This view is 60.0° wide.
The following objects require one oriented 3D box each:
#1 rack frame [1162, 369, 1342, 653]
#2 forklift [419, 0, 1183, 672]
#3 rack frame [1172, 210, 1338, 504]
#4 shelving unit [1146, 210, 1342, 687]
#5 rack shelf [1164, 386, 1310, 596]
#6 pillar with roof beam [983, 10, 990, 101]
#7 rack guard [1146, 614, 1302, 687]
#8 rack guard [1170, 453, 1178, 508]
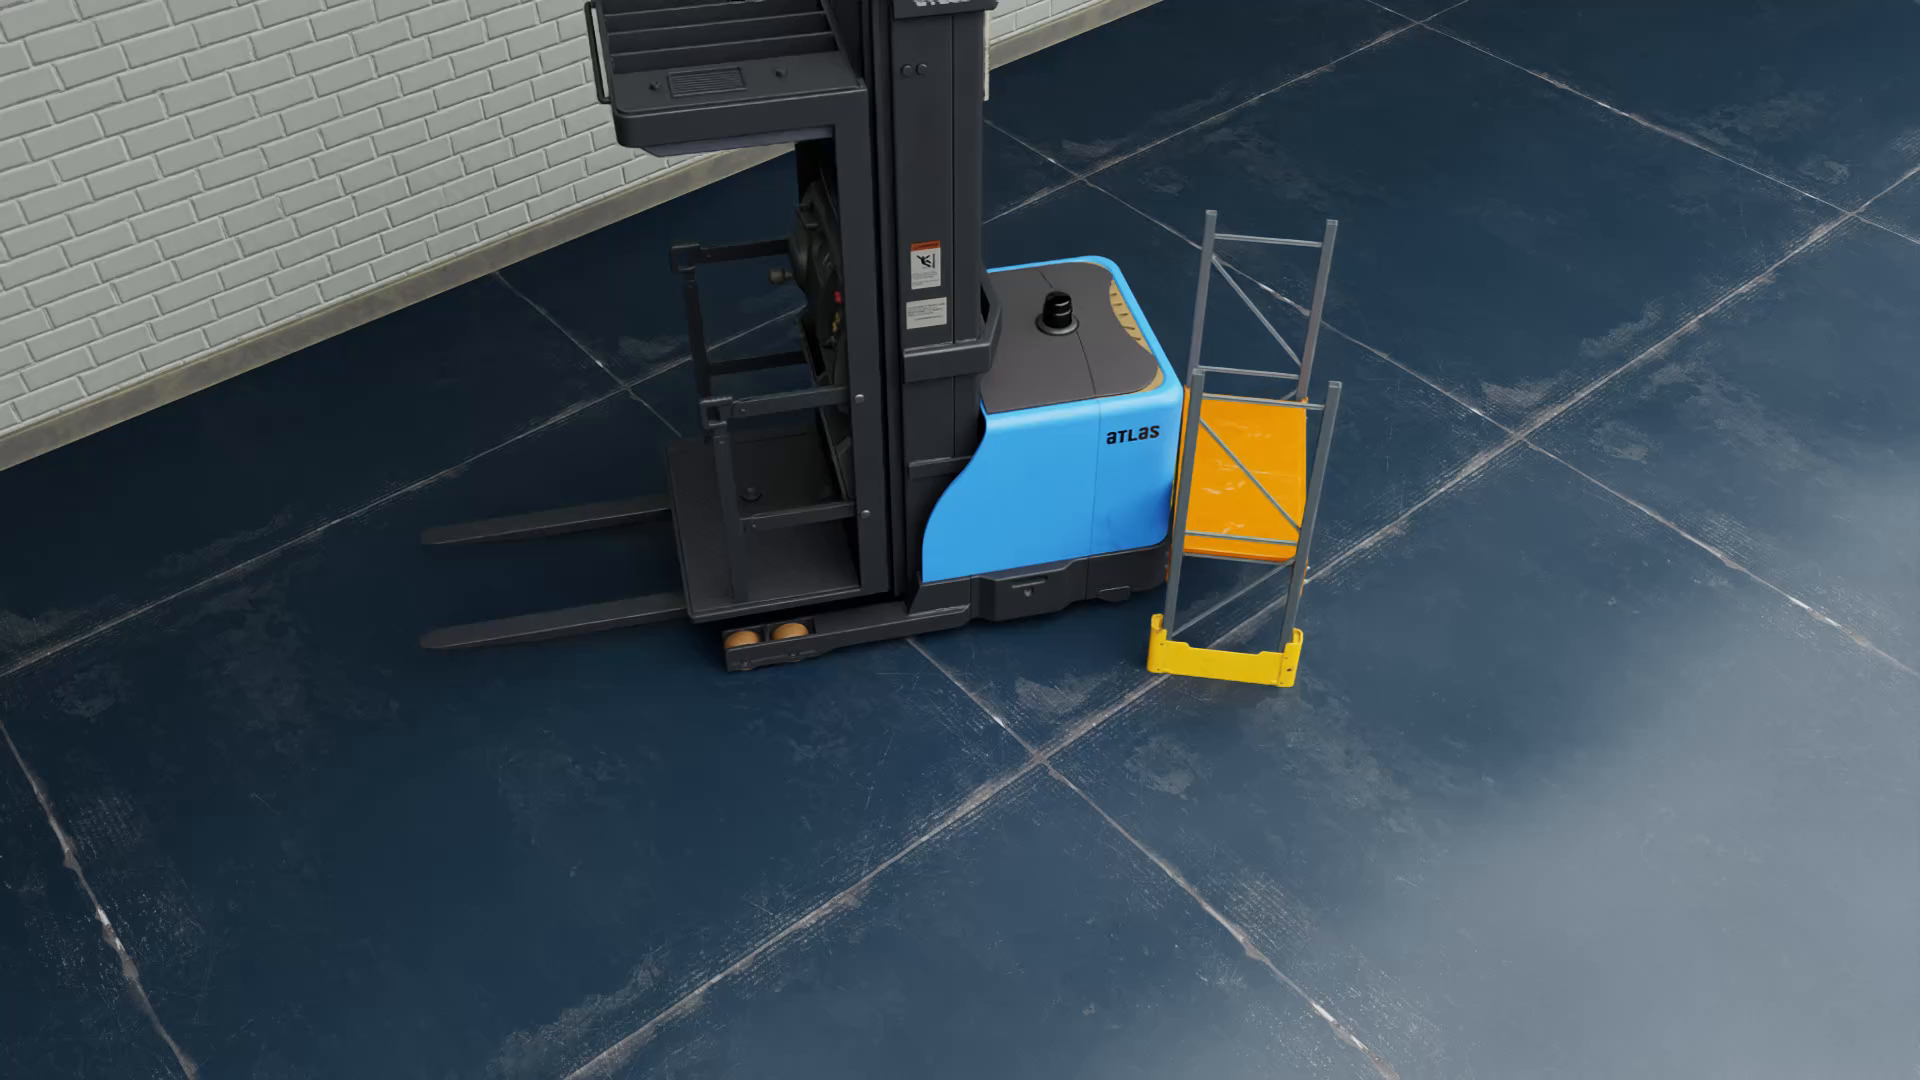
[{"bbox_3d":[1.042,-0.004,6.158,0.500,1.500,0.032,6,44,6],"label":"rack frame"},{"bbox_3d":[-0.706,-0.942,6.112,3.031,2.935,1.130,-9,44,-10],"label":"forklift"},{"bbox_3d":[1.195,-0.692,6.891,0.500,1.500,0.032,6,44,6],"label":"rack frame"},{"bbox_3d":[1.120,-0.354,6.531,0.587,1.500,1.083,6,44,6],"label":"shelving unit"},{"bbox_3d":[1.118,-0.216,6.648,0.538,0.185,1.000,6,44,6],"label":"rack shelf"},{"bbox_3d":[2.692,-3.695,4.611,0.400,9.000,9.100,-30,51,-28],"label":"pillar with roof beam"},{"bbox_3d":[1.045,0.439,6.600,0.587,0.250,0.087,6,44,6],"label":"rack guard"},{"bbox_3d":[1.195,-0.235,7.318,0.587,0.250,0.087,6,44,6],"label":"rack guard"}]
